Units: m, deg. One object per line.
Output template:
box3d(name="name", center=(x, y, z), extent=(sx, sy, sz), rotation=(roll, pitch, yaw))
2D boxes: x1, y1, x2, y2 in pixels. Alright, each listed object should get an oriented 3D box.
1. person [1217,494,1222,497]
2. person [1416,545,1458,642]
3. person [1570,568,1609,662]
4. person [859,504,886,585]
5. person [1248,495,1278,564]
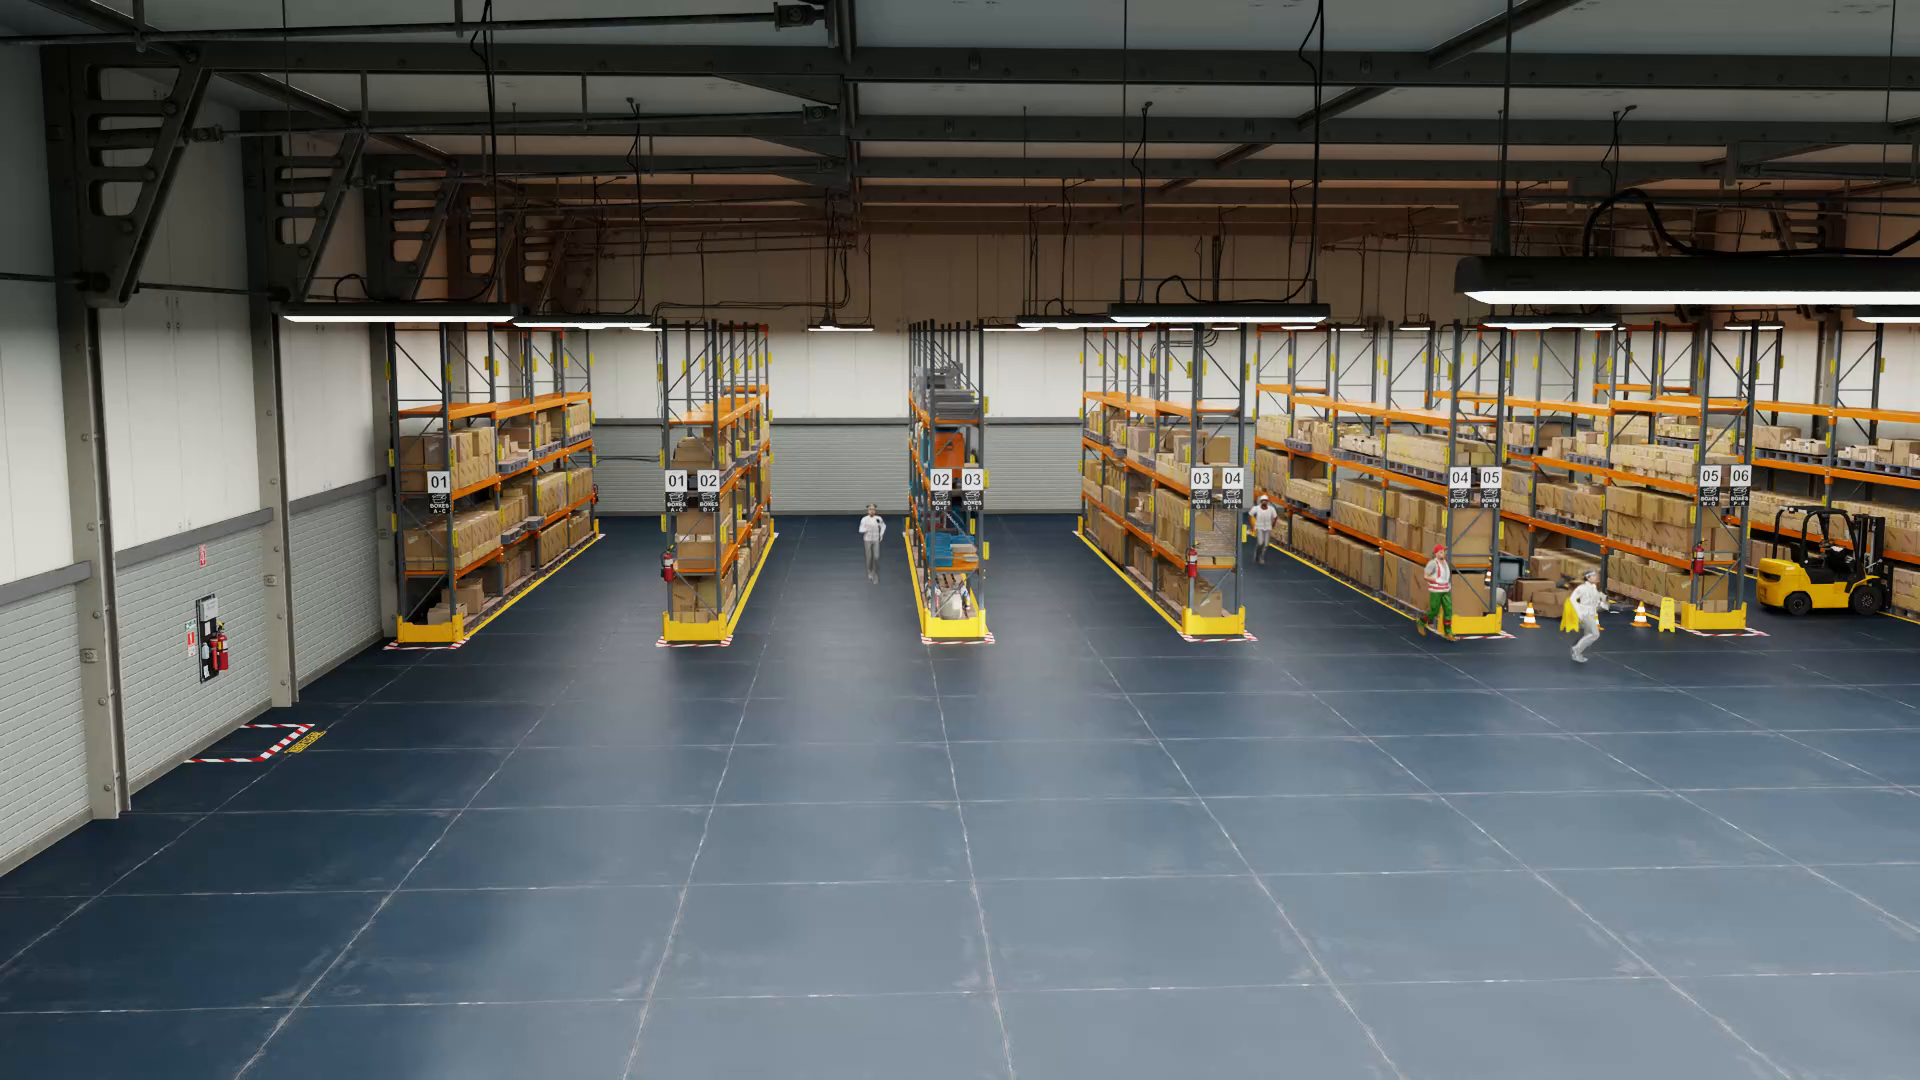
box3d(name="person", center=(7.240, -0.817, 46.366), extent=(0.610, 1.714, 0.806), rotation=(0, 7, 3))
box3d(name="person", center=(8.965, 0.979, 31.220), extent=(0.677, 1.800, 0.878), rotation=(-5, 9, -37))
box3d(name="person", center=(11.012, 1.315, 29.048), extent=(0.562, 1.661, 0.624), rotation=(6, 9, 41))
box3d(name="person", center=(-1.926, 0.083, 36.709), extent=(0.592, 1.788, 0.666), rotation=(-1, 7, -5))
box3d(name="person", center=(7.568, -0.257, 41.408), extent=(0.704, 1.732, 0.612), rotation=(0, 7, -4))
